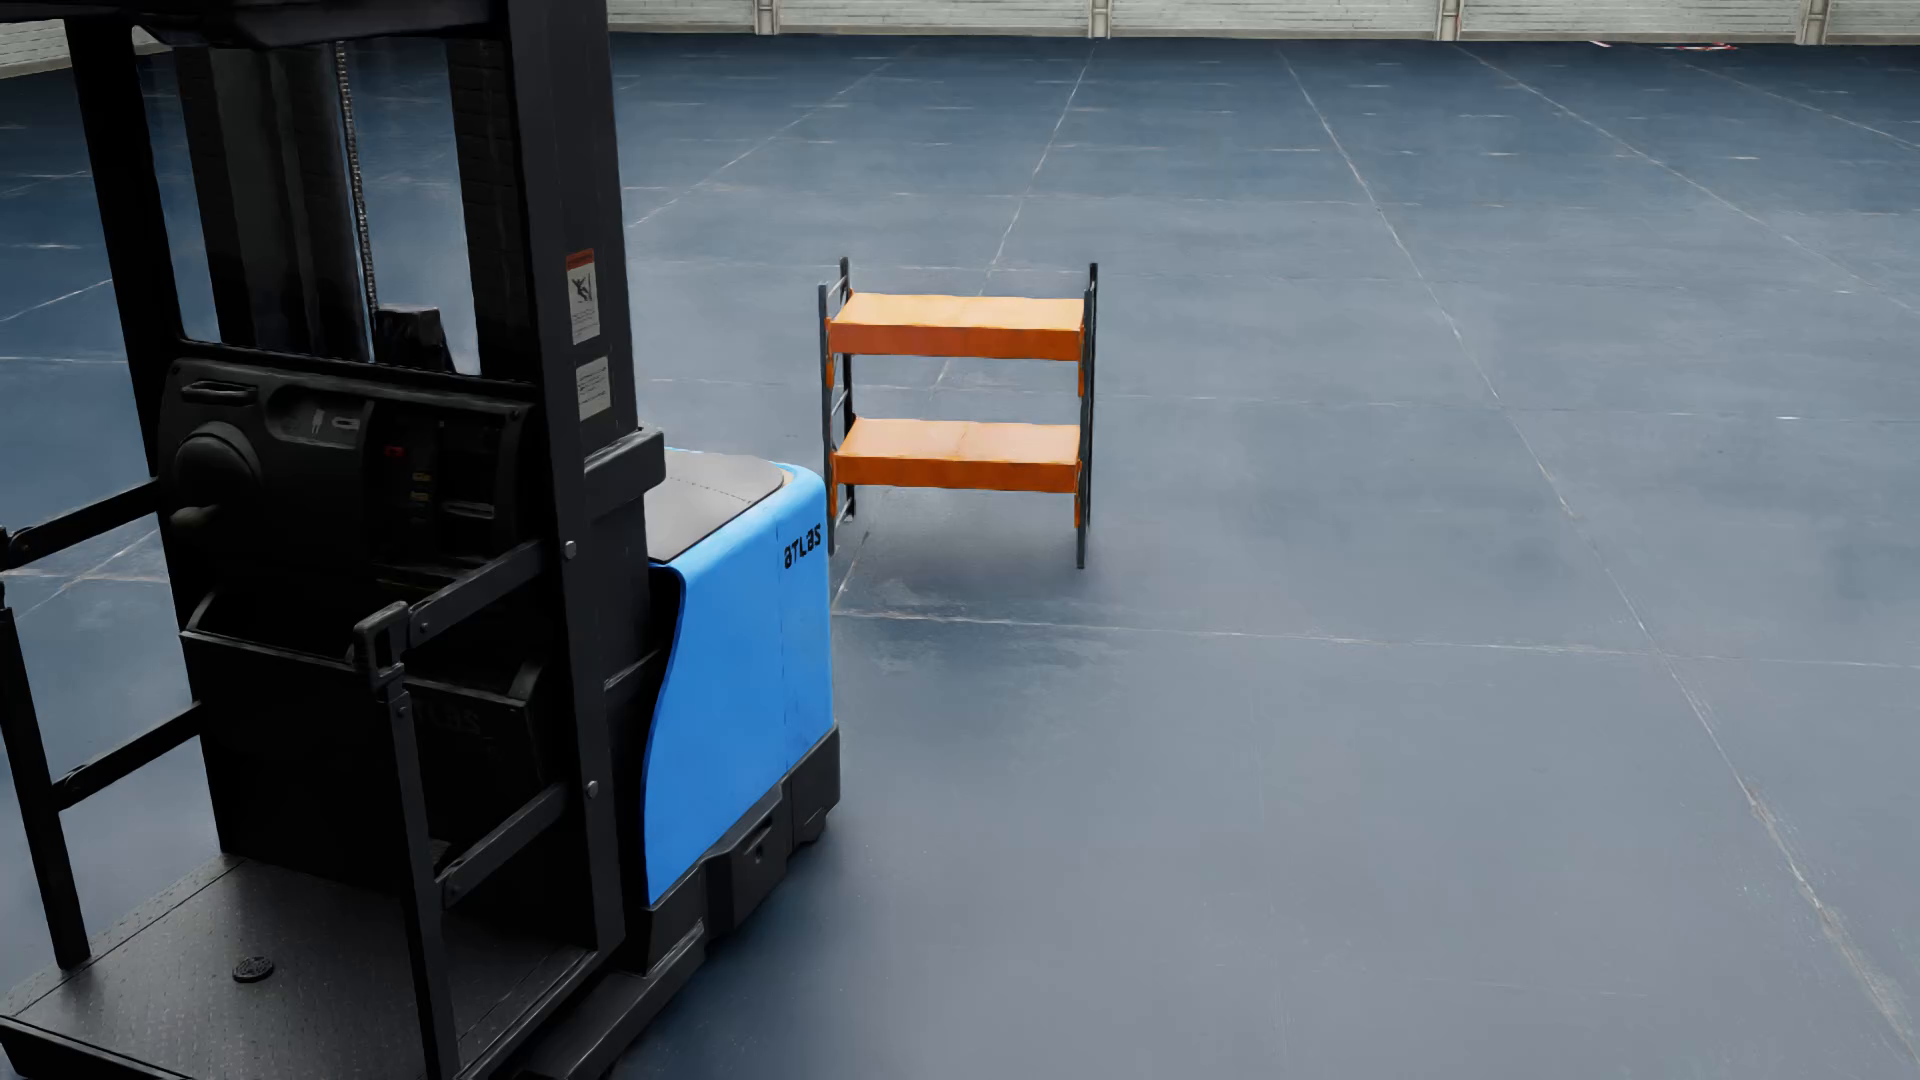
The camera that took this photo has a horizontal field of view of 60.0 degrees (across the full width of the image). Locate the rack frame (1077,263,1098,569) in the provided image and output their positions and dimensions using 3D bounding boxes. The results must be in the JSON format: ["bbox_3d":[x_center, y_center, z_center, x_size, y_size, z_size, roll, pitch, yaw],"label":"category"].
[{"bbox_3d":[0.512,-0.501,6.677,0.032,1.125,0.500,2,22,6],"label":"rack frame"}]

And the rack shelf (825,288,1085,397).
[{"bbox_3d":[0.007,-0.795,6.625,1.000,0.278,0.538,2,22,6],"label":"rack shelf"}]

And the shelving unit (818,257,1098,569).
[{"bbox_3d":[0.007,-0.523,6.732,1.048,1.125,0.538,2,22,6],"label":"shelving unit"}]

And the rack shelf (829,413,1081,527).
[{"bbox_3d":[0.007,-0.295,6.822,1.000,0.278,0.538,2,22,6],"label":"rack shelf"}]

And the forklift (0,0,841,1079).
[{"bbox_3d":[-1.375,-0.128,3.276,1.130,2.935,3.031,9,23,21],"label":"forklift"}]

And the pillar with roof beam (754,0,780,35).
[{"bbox_3d":[-3.991,-11.790,24.522,0.400,9.000,9.100,2,22,6],"label":"pillar with roof beam"}]

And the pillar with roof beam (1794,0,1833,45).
[{"bbox_3d":[13.884,-11.011,22.552,0.400,9.000,9.100,2,22,6],"label":"pillar with roof beam"}]

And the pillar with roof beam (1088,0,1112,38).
[{"bbox_3d":[1.967,-11.530,23.865,0.400,9.000,9.100,2,22,6],"label":"pillar with roof beam"}]

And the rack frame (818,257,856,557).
[{"bbox_3d":[-0.498,-0.545,6.788,0.032,1.125,0.500,2,22,6],"label":"rack frame"}]

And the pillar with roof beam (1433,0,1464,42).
[{"bbox_3d":[7.926,-11.271,23.209,0.400,9.000,9.100,2,22,6],"label":"pillar with roof beam"}]
